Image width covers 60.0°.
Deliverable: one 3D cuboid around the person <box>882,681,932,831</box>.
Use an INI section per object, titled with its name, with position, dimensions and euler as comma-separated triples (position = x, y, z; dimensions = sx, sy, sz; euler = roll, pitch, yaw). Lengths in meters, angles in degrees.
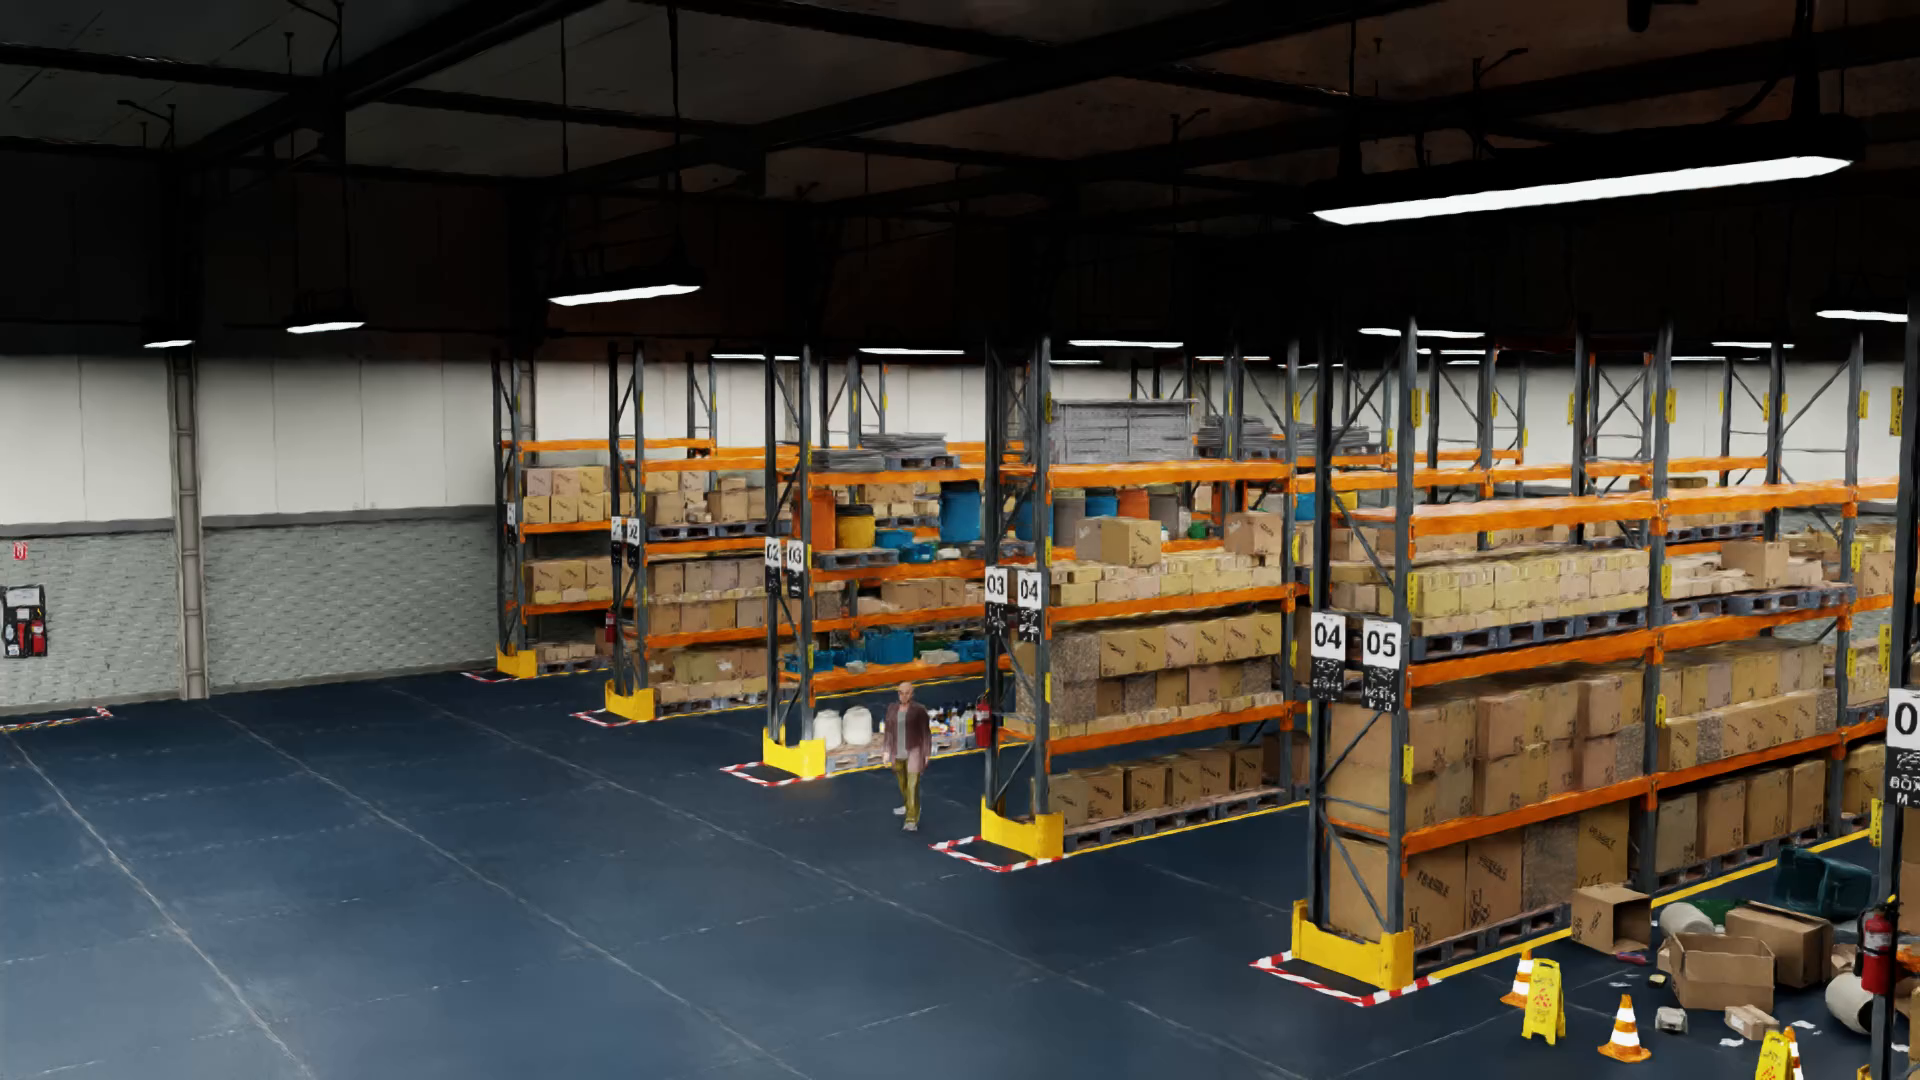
[person]
position = -0.647, 2.548, 19.873
dimensions = 0.621, 1.749, 1.011
euler = 3, 6, 27
